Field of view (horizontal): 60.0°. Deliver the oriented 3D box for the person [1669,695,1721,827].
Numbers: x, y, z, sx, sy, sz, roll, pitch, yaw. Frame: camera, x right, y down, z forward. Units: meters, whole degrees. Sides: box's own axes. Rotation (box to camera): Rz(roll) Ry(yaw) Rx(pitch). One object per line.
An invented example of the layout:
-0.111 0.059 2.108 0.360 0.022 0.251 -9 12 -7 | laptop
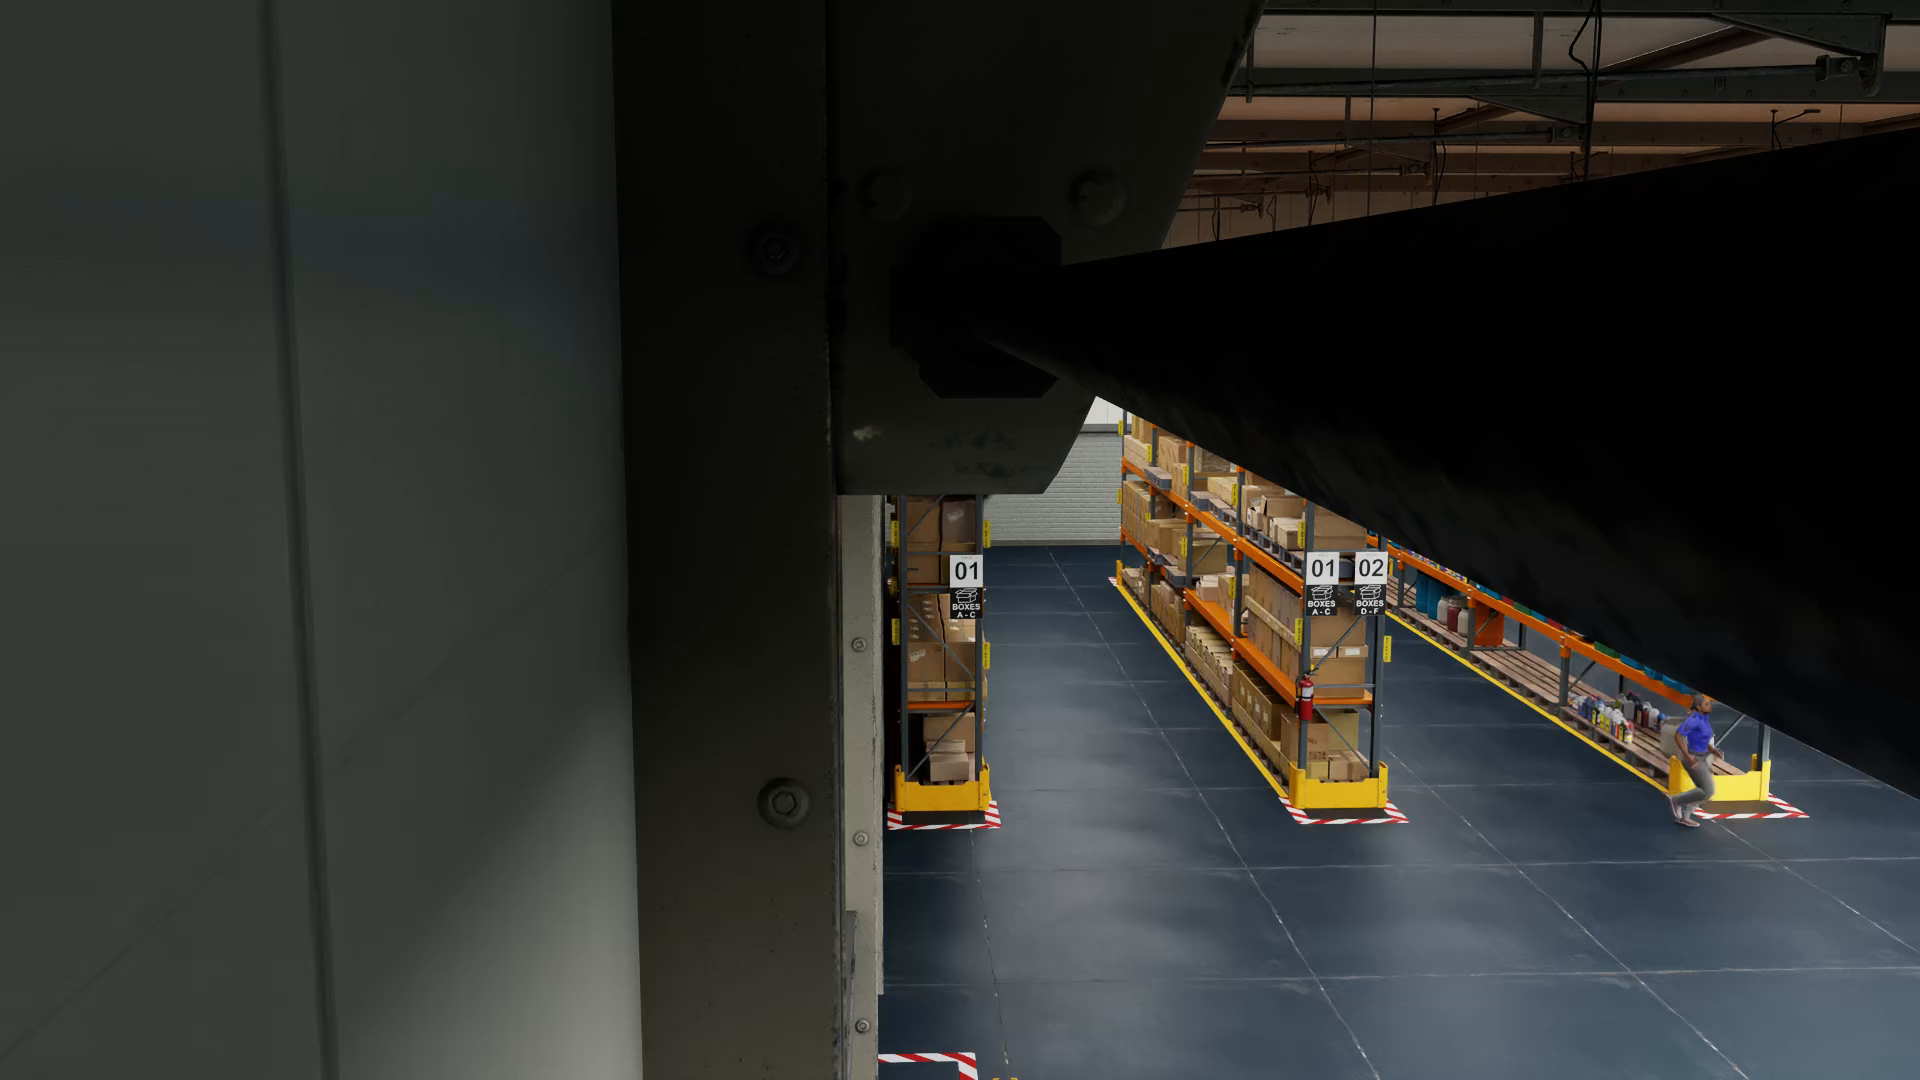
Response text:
8.804 2.635 19.823 0.503 1.591 0.567 6 10 36 | person
